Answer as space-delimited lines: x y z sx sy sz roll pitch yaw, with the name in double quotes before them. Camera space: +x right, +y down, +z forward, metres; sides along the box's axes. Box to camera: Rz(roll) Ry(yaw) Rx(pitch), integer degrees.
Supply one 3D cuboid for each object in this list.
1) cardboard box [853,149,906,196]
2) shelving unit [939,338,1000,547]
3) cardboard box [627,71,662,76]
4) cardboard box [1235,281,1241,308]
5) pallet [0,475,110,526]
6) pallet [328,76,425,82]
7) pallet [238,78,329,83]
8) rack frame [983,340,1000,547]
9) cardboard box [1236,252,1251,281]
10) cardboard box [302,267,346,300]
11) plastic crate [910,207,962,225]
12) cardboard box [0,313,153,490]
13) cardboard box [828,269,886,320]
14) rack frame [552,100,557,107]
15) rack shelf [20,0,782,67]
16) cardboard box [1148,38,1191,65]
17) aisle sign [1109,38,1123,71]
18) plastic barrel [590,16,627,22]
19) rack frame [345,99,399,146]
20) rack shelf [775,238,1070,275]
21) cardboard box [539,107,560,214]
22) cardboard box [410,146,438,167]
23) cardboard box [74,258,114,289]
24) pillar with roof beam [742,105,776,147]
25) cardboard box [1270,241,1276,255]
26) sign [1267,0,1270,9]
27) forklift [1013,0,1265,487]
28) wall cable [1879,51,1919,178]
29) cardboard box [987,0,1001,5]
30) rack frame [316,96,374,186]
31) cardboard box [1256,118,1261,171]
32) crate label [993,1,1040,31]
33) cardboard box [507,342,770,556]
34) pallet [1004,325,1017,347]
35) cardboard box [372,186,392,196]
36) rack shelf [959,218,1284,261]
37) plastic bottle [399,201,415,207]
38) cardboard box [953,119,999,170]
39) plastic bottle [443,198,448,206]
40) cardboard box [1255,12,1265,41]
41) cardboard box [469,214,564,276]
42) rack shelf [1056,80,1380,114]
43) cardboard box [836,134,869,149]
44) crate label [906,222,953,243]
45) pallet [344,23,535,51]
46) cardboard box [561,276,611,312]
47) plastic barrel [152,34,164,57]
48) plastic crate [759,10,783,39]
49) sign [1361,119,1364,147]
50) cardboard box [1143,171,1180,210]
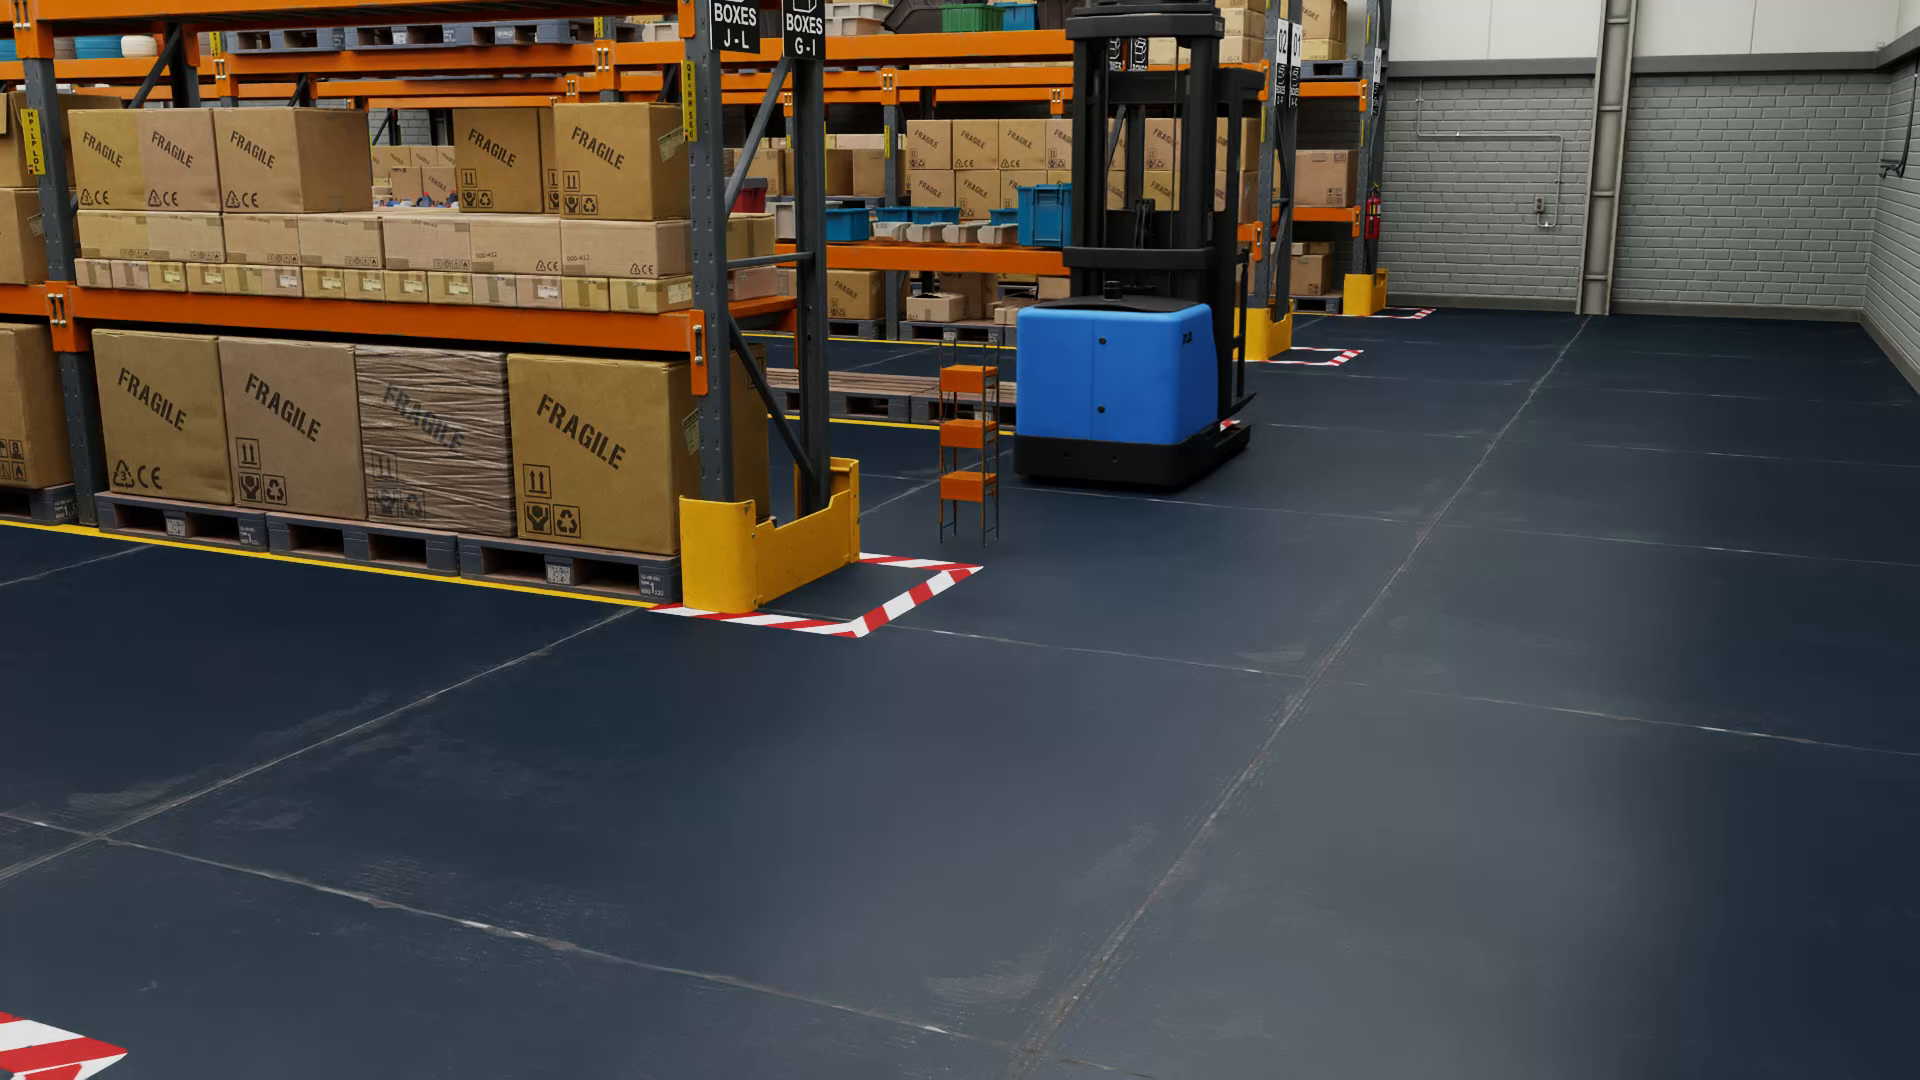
"cardboard box" -0.881 -4.049 18.308 0.500 0.500 0.700 1 13 4
"shelving unit" 0.049 -0.506 8.614 0.252 1.050 0.215 6 14 23
"cardboard box" -3.317 -5.504 18.862 0.500 0.500 0.910 6 14 23
"cardboard box" 2.522 -2.332 16.635 0.500 0.500 0.500 6 14 23
"pallet" -5.290 -0.335 9.721 1.213 0.211 1.003 6 14 23
"pallet" -7.041 -5.734 20.479 1.217 0.209 0.805 5 14 21
"pallet" -8.643 -5.937 21.117 1.213 0.211 1.003 6 14 23
"rack frame" 0.160 -0.495 8.566 0.008 1.050 0.200 6 14 23
"cardboard box" 3.523 -3.495 21.635 0.500 0.500 0.700 5 14 21
"cardboard box" -2.993 -1.274 8.168 0.250 0.149 0.380 5 14 22
"plastic crate" -0.187 -2.463 12.918 0.300 0.233 0.416 6 14 23
"cardboard box" -5.148 -0.862 9.594 0.875 0.875 1.225 6 14 23
"cardboard box" -1.106 -2.689 18.156 0.500 0.500 0.500 6 14 23
"rack frame" -5.850 -5.481 25.547 0.127 3.000 1.000 6 14 23
"rack shelf" -2.726 -2.562 8.116 4.000 0.370 1.077 6 14 23
"cardboard box" 2.089 -4.764 16.253 0.500 0.250 0.500 6 14 23
"aisle sign" 1.056 -3.499 11.410 0.004 0.787 0.394 6 14 23
"plastic barrel" -2.928 -4.504 13.598 0.433 0.535 0.433 0 13 0
"rack frame" -9.507 -5.851 27.124 0.127 3.000 1.000 6 14 23
"rack shelf" -0.720 -2.136 12.867 4.000 0.370 1.077 6 14 23
"cardboard box" -1.684 -1.851 8.112 0.500 0.500 0.500 5 14 22
"cardboard box" -8.275 -5.949 26.185 0.500 0.500 0.500 5 14 21
"cardboard box" -4.419 -1.418 8.781 0.250 0.149 0.380 6 14 23
"pillar with roof beam" -4.775 -7.433 20.735 0.400 9.000 9.100 6 14 23
"cardboard box" 4.016 -3.715 21.154 0.250 0.149 0.380 6 15 25
"sign" 2.876 -5.113 15.474 0.005 0.325 0.100 6 14 23
"forklift" 1.352 -2.039 11.030 1.130 2.935 3.031 5 14 22
"wall cable" 10.148 -5.182 17.936 0.112 2.526 3.097 6 14 23
"cardboard box" 0.321 -5.589 17.032 0.500 0.500 0.700 6 14 23
"rack frame" -7.853 -4.446 21.136 0.127 3.000 1.000 6 14 23
"cardboard box" 2.820 -3.967 16.688 0.500 0.500 0.500 6 15 25
"crate label" 0.396 -3.842 12.322 0.502 0.251 0.408 6 14 23
"cardboard box" -1.515 -0.479 7.964 0.875 0.875 0.875 6 14 23
"pallet" 1.208 -2.172 17.549 1.213 0.211 1.003 6 14 23
"cardboard box" -7.385 -4.337 20.998 0.500 0.250 0.500 7 15 27
"rack shelf" 1.290 -3.170 17.275 4.000 0.370 1.077 6 14 23
"plastic bottle" -4.673 -2.745 14.160 0.135 0.276 0.152 6 14 23
"cardboard box" 0.250 -4.091 17.217 0.500 0.500 0.500 5 14 21
"plastic bottle" -4.618 -2.931 14.934 0.133 0.283 0.061 6 14 23
"cardboard box" 2.754 -5.068 16.456 0.500 0.250 0.500 6 14 23
"cardboard box" -1.911 -1.375 7.726 0.500 0.250 0.500 6 14 22
"rack shelf" 3.293 -5.666 21.343 4.000 0.370 1.077 6 14 23
"cardboard box" -1.390 -5.534 23.217 0.500 0.250 0.500 6 14 22
"crate label" -0.234 -2.290 12.395 0.243 0.136 0.396 6 14 23
"pallet" -4.343 -4.196 13.920 1.213 0.211 1.003 6 14 23
"cardboard box" -1.595 -1.132 7.565 0.250 0.149 0.380 6 14 24
"plastic barrel" -7.466 -4.893 15.534 0.708 0.830 0.600 6 14 23
"plastic crate" -1.524 -3.896 12.512 0.590 0.269 0.497 6 14 23
"sign" 4.889 -4.938 20.178 0.005 0.325 0.100 6 14 23
"cardboard box" 2.123 -3.416 16.529 0.500 0.500 0.500 6 14 24
